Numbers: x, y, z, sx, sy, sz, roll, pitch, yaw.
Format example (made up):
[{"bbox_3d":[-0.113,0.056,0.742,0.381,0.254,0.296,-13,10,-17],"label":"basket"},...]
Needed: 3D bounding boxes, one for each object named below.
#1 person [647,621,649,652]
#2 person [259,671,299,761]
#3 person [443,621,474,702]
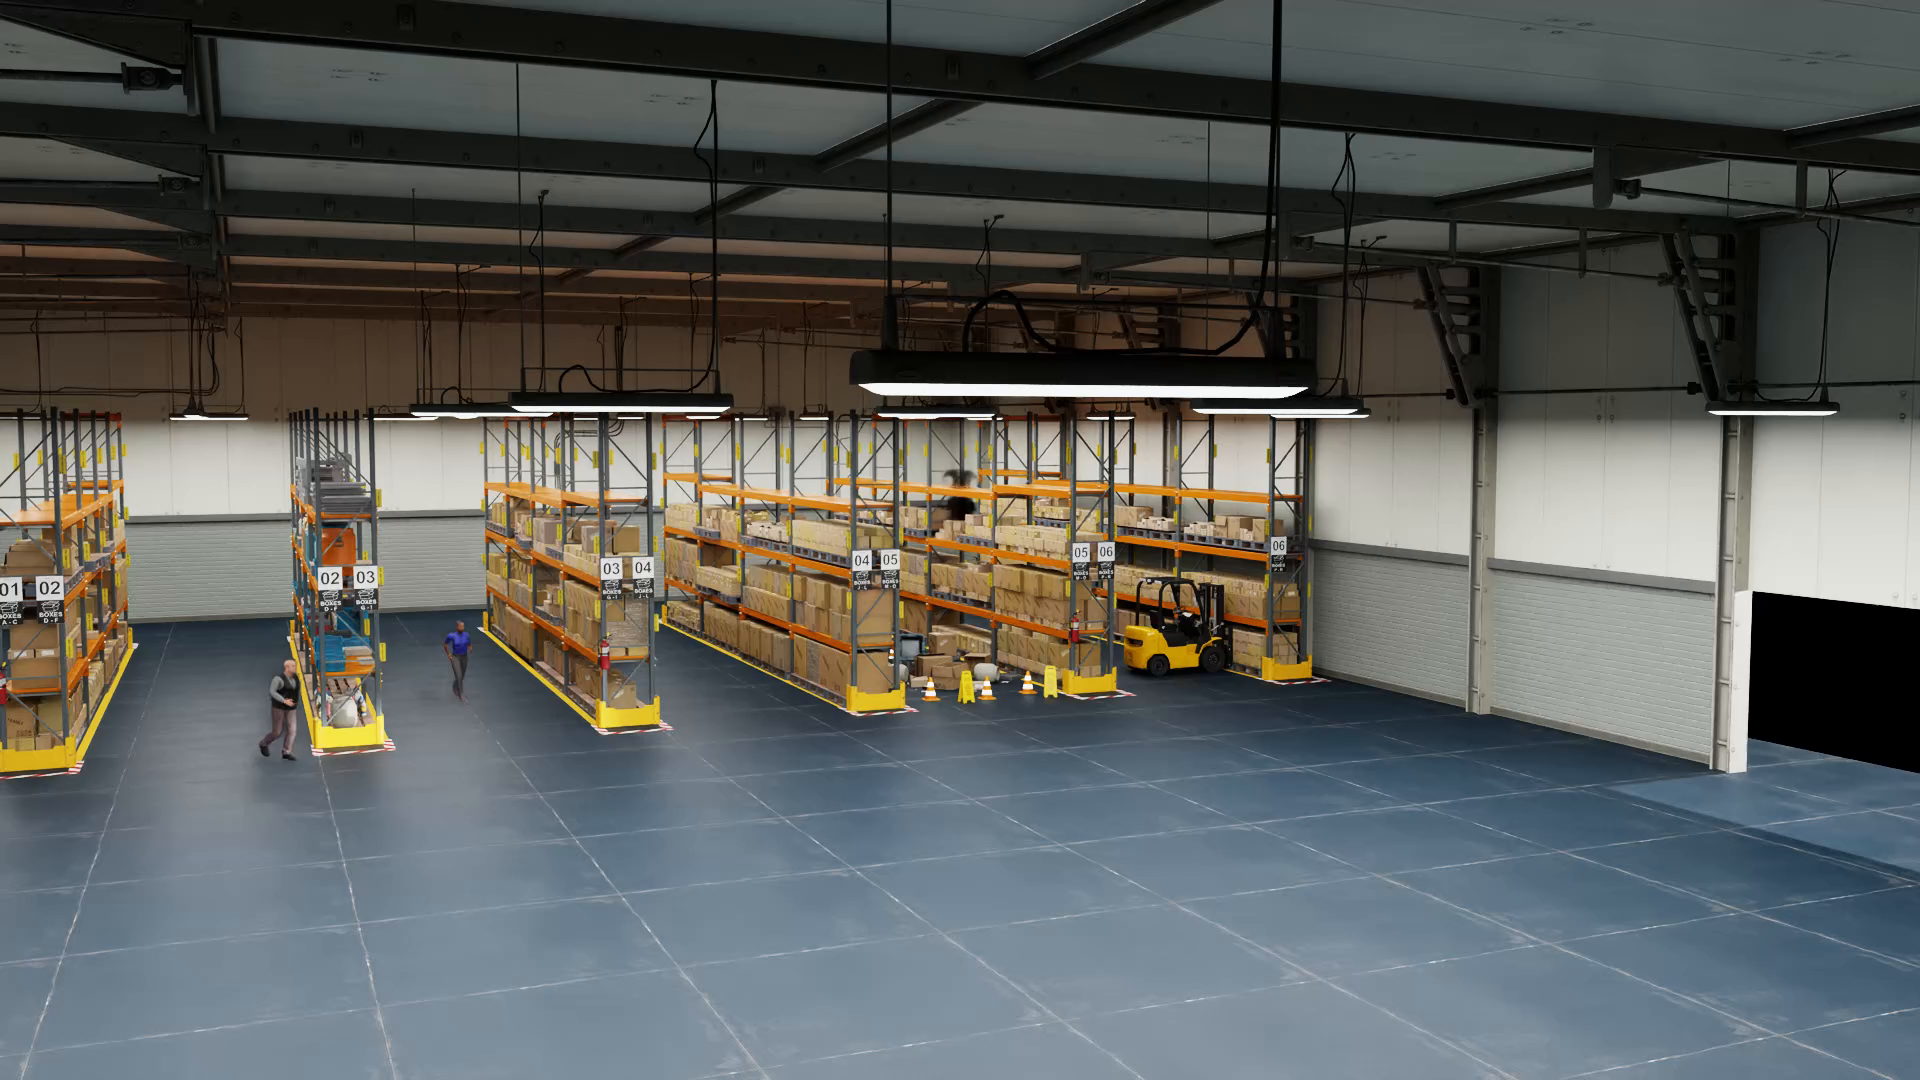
[{"bbox_3d":[-7.790,2.050,40.069,0.711,1.549,0.577,3,5,41],"label":"person"},{"bbox_3d":[-11.572,2.984,28.426,0.835,1.520,0.658,2,5,31],"label":"person"},{"bbox_3d":[-10.417,2.498,34.509,0.551,1.648,0.914,-3,5,-41],"label":"person"}]
